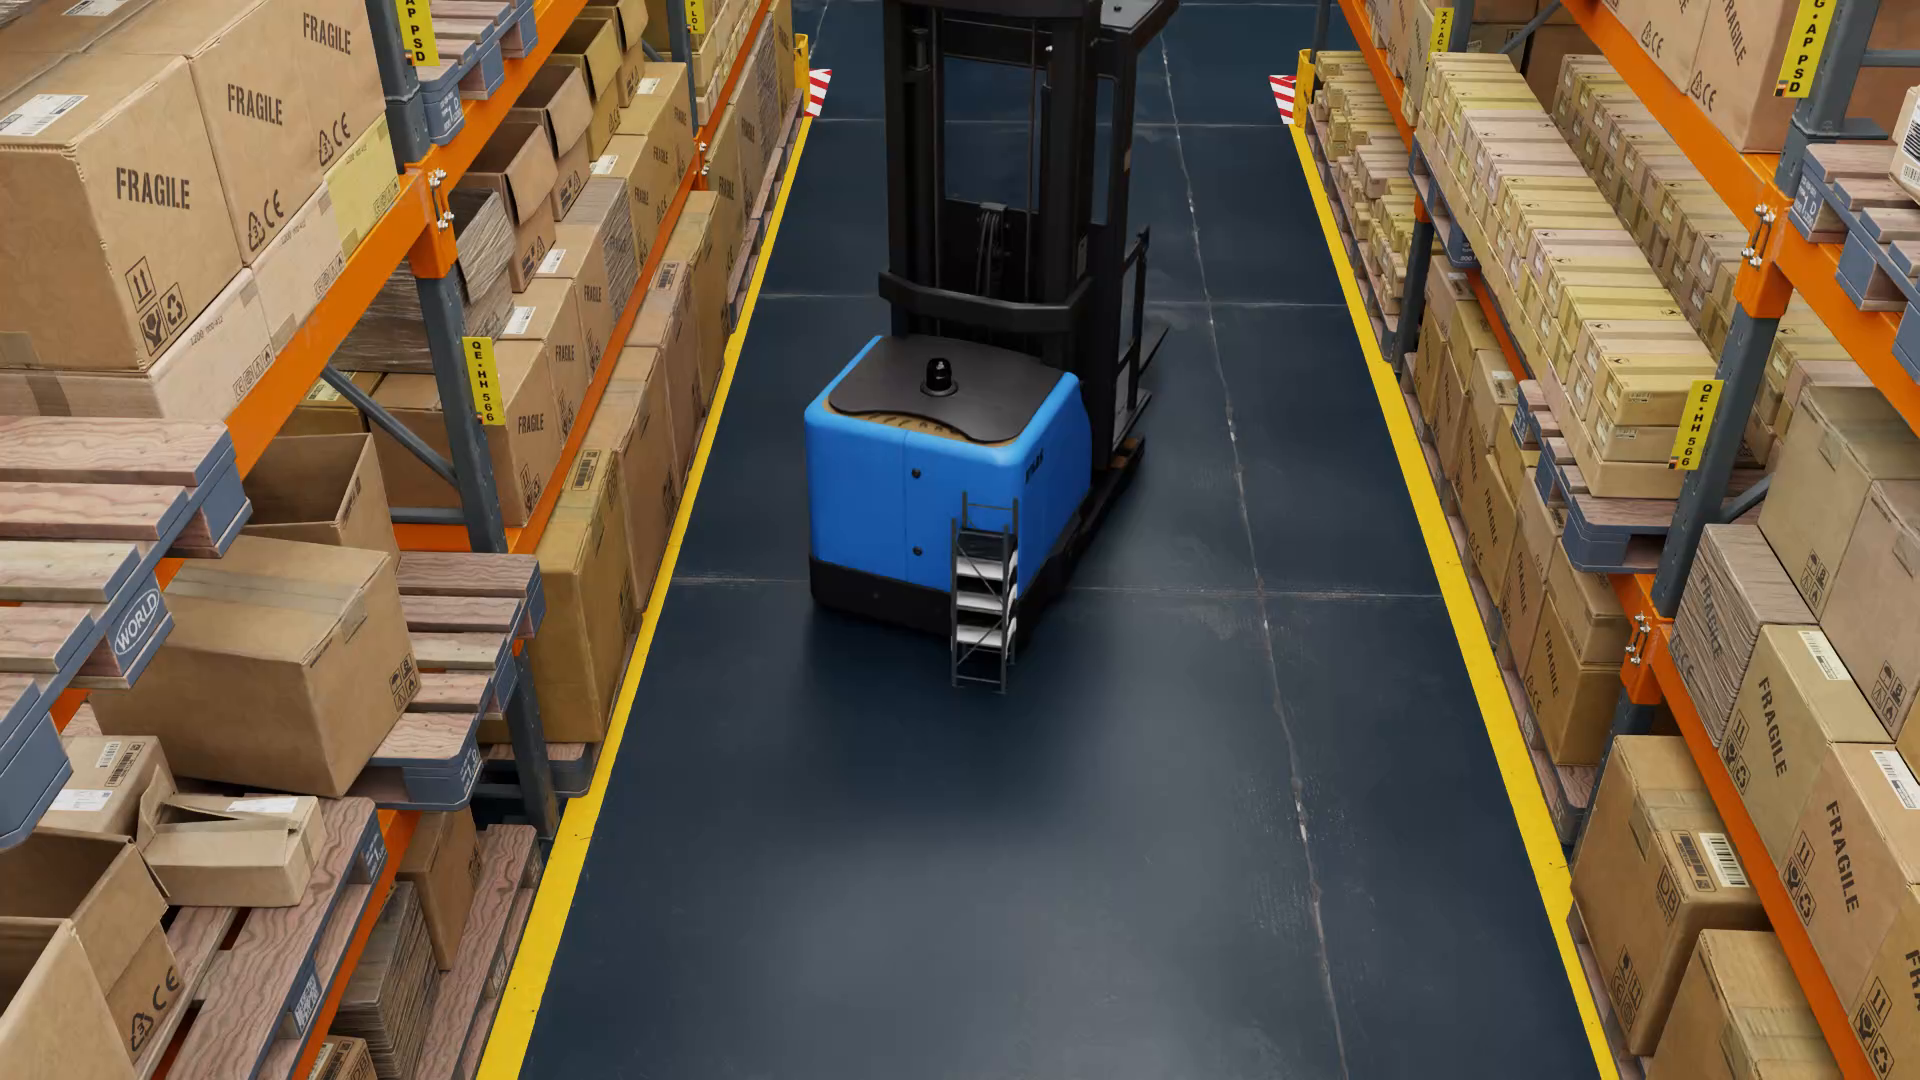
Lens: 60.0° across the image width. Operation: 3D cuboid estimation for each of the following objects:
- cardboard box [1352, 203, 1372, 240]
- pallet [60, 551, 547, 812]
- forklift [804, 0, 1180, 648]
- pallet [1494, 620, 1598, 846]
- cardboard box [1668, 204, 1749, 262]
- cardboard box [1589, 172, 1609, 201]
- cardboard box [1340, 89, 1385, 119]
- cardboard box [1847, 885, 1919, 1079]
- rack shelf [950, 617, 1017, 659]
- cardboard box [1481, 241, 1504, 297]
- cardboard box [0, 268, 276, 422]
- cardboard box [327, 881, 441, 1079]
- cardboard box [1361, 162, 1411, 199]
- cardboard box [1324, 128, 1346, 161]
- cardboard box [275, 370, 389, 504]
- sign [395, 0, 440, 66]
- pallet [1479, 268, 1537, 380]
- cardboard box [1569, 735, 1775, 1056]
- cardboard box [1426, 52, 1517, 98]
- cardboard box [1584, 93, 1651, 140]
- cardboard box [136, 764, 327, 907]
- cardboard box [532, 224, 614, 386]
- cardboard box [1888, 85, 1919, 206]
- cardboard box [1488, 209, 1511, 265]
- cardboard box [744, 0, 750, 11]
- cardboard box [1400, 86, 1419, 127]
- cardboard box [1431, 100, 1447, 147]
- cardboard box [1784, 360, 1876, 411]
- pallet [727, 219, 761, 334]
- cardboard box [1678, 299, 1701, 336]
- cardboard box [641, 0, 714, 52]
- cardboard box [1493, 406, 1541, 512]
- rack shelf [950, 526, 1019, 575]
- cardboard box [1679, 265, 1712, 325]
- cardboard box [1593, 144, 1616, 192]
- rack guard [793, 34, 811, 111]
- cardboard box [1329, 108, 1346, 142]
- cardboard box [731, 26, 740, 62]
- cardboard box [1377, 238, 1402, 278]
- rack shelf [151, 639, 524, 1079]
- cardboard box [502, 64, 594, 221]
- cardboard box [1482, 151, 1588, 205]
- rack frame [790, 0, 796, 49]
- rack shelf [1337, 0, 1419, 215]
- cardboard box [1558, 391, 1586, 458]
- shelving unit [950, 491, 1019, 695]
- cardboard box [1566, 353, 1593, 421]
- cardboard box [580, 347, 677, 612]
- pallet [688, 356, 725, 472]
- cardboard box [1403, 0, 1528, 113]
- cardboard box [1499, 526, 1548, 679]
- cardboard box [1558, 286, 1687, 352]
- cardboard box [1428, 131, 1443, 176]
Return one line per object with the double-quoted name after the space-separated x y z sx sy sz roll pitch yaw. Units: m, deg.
2.729 -2.042 10.661 0.380 0.149 0.250 1 35 2 "cardboard box"
-2.023 0.407 5.229 1.213 0.211 1.003 1 35 2 "pallet"
0.332 -1.556 7.915 1.130 2.935 3.031 13 37 18 "forklift"
2.884 0.781 6.955 1.003 0.211 1.213 1 35 2 "pallet"
3.115 -1.239 6.741 0.380 0.149 0.250 2 35 3 "cardboard box"
3.162 -1.609 7.784 0.380 0.149 0.250 0 35 -1 "cardboard box"
2.856 -3.015 11.528 0.380 0.149 0.250 0 35 0 "cardboard box"
2.503 1.168 3.892 0.500 0.500 0.500 1 35 1 "cardboard box"
0.104 0.410 7.255 0.258 0.077 0.200 7 36 10 "rack shelf"
2.476 -1.167 7.155 0.380 0.149 0.250 0 35 0 "cardboard box"
-1.904 -0.397 3.727 0.500 0.250 0.500 2 35 3 "cardboard box"
-2.117 1.464 5.350 0.700 0.500 0.500 -1 35 -2 "cardboard box"
2.747 -2.264 10.460 0.380 0.149 0.250 0 35 0 "cardboard box"
2.780 -2.779 11.710 0.380 0.149 0.250 2 35 2 "cardboard box"
-2.328 -0.414 6.143 0.500 0.500 0.500 2 35 3 "cardboard box"
-1.558 -1.508 4.729 0.100 0.325 0.005 1 35 2 "sign"
2.890 -0.971 7.189 1.003 0.211 1.213 1 35 2 "pallet"
2.737 1.186 5.546 1.050 0.750 0.750 1 35 1 "cardboard box"
2.537 -2.306 8.258 0.380 0.149 0.250 3 35 4 "cardboard box"
3.169 -1.983 7.799 0.380 0.149 0.250 0 35 0 "cardboard box"
-1.898 0.764 4.306 0.396 0.266 0.258 0 35 1 "cardboard box"
-1.773 -0.988 6.960 0.500 0.500 0.500 1 35 1 "cardboard box"
2.603 -0.903 3.943 0.500 0.311 0.500 1 35 2 "cardboard box"
2.476 -1.285 7.065 0.380 0.149 0.250 1 35 1 "cardboard box"
-1.591 -3.572 10.596 0.500 0.250 0.500 1 35 2 "cardboard box"
2.691 -2.426 9.312 0.380 0.149 0.250 0 35 1 "cardboard box"
2.528 -2.035 8.131 0.380 0.149 0.250 1 35 1 "cardboard box"
3.064 -0.487 5.670 0.380 0.149 0.250 1 35 2 "cardboard box"
-1.831 -1.676 10.451 1.003 0.211 1.213 1 35 2 "pallet"
3.110 -0.849 6.703 0.380 0.149 0.250 2 35 3 "cardboard box"
-1.665 -3.018 9.155 0.500 0.500 0.500 1 35 2 "cardboard box"
2.663 -0.348 7.293 0.500 0.250 0.500 2 35 3 "cardboard box"
0.104 0.042 6.996 0.258 0.077 0.200 7 36 10 "rack shelf"
3.109 -0.972 6.619 0.380 0.149 0.250 1 35 2 "cardboard box"
3.165 -1.715 7.677 0.380 0.149 0.250 0 35 0 "cardboard box"
-1.778 -3.671 13.038 1.175 0.500 0.348 1 35 2 "rack guard"
2.788 -2.895 11.617 0.380 0.149 0.250 2 35 3 "cardboard box"
-1.556 -3.041 10.187 0.380 0.149 0.250 1 35 1 "cardboard box"
2.706 -1.680 9.887 0.380 0.149 0.250 0 35 0 "cardboard box"
-2.181 1.360 4.332 1.077 0.370 4.000 1 35 2 "rack shelf"
-2.006 -1.714 7.121 0.797 0.503 0.637 2 35 3 "cardboard box"
2.486 -1.563 7.201 0.380 0.149 0.250 3 35 4 "cardboard box"
-1.779 -4.680 12.300 1.000 3.000 0.127 1 35 2 "rack frame"
3.092 -3.064 10.626 1.077 0.370 4.000 1 35 2 "rack shelf"
2.424 -0.416 6.087 0.380 0.149 0.250 1 35 2 "cardboard box"
0.104 0.236 7.132 0.258 0.900 0.210 7 36 10 "shelving unit"
2.425 -0.549 6.017 0.380 0.149 0.250 3 35 4 "cardboard box"
-2.008 -0.294 7.542 1.225 0.875 0.875 1 35 2 "cardboard box"
-1.895 -0.796 9.198 1.003 0.211 1.213 1 35 2 "pallet"
2.749 -2.656 9.075 0.500 0.500 0.500 1 35 2 "cardboard box"
2.641 0.258 7.083 0.500 0.500 0.500 3 35 4 "cardboard box"
2.436 -0.810 6.130 0.380 0.149 0.250 2 35 3 "cardboard box"
2.531 -1.903 8.202 0.380 0.149 0.250 2 35 3 "cardboard box"
